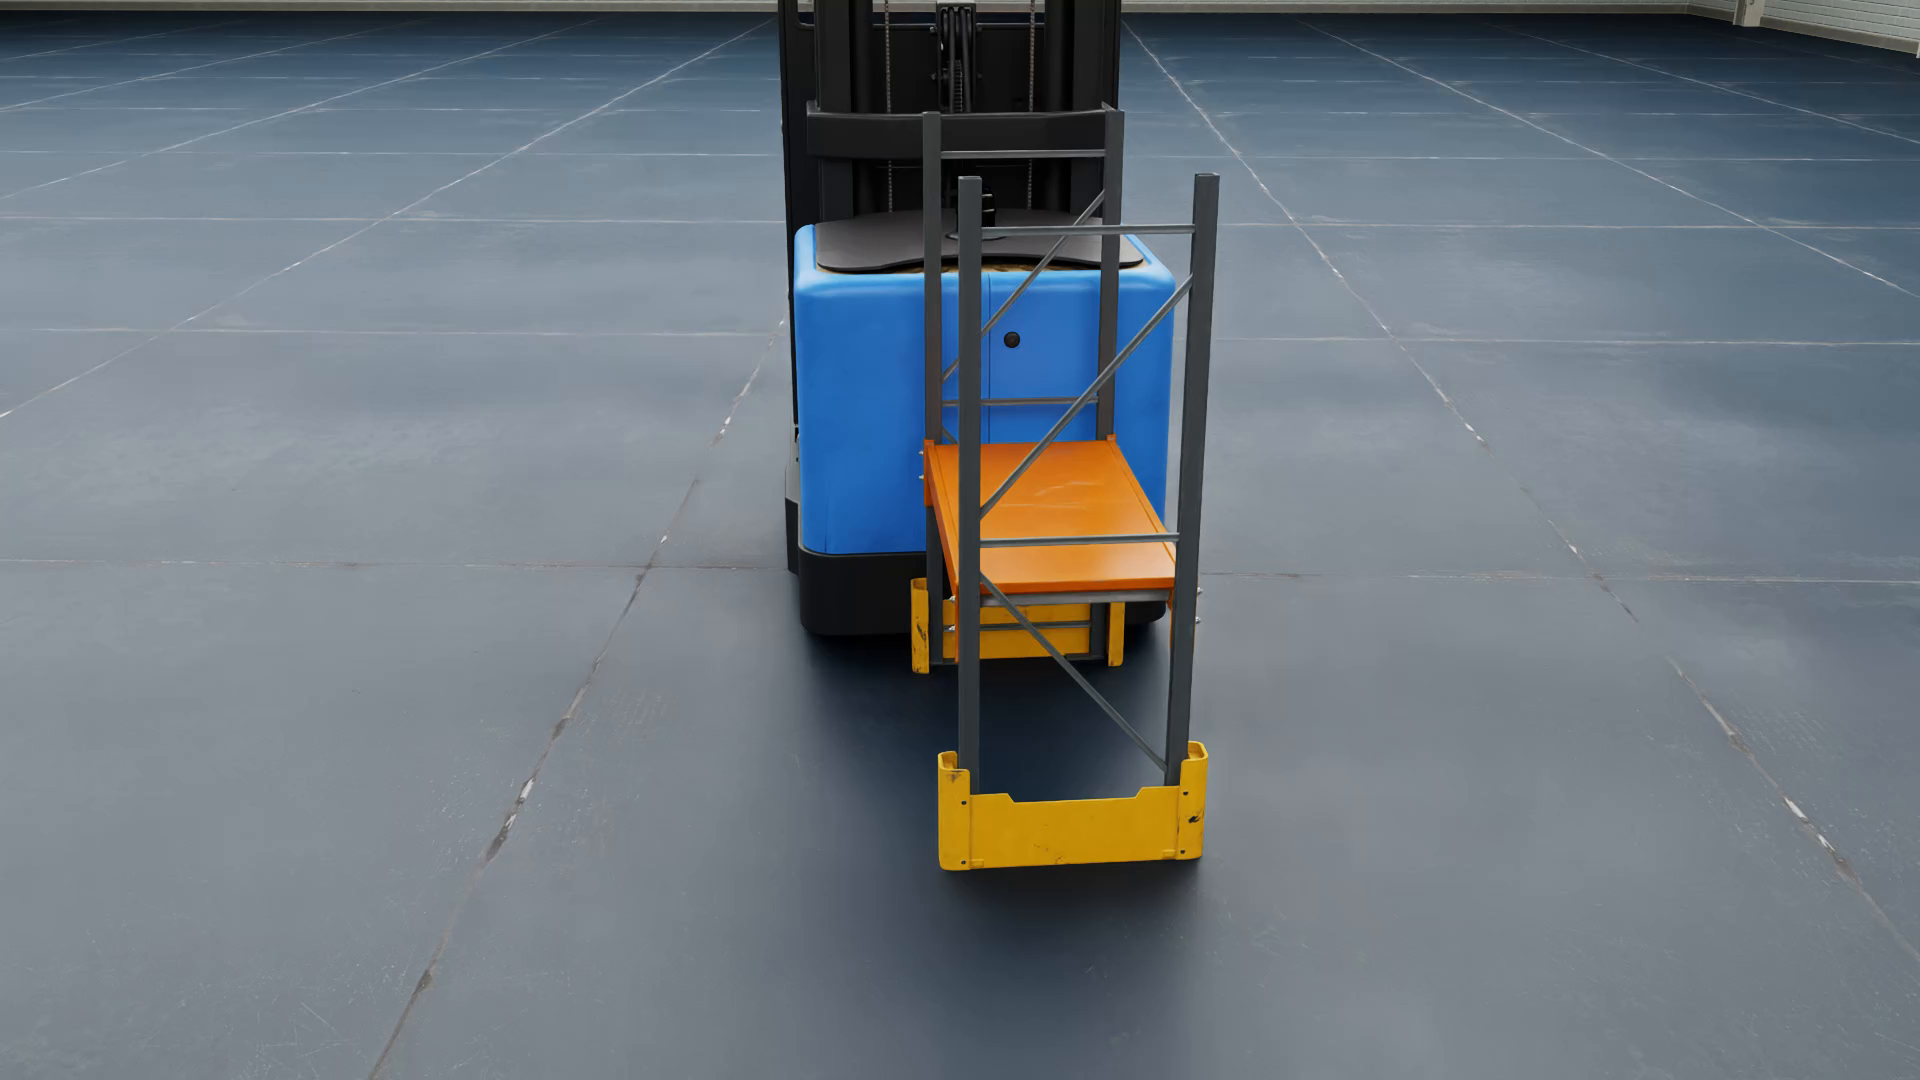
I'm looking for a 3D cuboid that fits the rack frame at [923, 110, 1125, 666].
[{"bbox_3d":[0.158,-0.362,4.389,0.500,1.500,0.032,-2,21,-5],"label":"rack frame"}]

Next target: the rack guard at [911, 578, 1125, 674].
[{"bbox_3d":[0.160,0.227,4.597,0.587,0.250,0.087,-2,21,-5],"label":"rack guard"}]

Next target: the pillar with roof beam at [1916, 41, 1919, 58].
[{"bbox_3d":[8.430,-10.518,20.197,9.100,9.000,0.400,1,21,2],"label":"pillar with roof beam"}]

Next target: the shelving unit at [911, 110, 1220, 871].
[{"bbox_3d":[0.203,-0.176,3.908,0.587,1.500,1.083,-2,21,-5],"label":"shelving unit"}]

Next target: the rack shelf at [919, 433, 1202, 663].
[{"bbox_3d":[0.203,-0.011,3.982,0.538,0.185,1.000,-2,21,-5],"label":"rack shelf"}]

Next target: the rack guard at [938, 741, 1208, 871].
[{"bbox_3d":[0.247,0.586,3.672,0.587,0.250,0.087,-2,21,-5],"label":"rack guard"}]

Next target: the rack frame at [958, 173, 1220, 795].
[{"bbox_3d":[0.247,0.004,3.445,0.500,1.500,0.032,-2,21,-5],"label":"rack frame"}]

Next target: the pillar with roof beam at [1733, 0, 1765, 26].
[{"bbox_3d":[8.613,-12.688,25.788,9.100,9.000,0.400,1,21,2],"label":"pillar with roof beam"}]

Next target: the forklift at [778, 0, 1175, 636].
[{"bbox_3d":[-0.056,-1.591,5.577,1.130,2.935,3.031,-2,21,-5],"label":"forklift"}]
